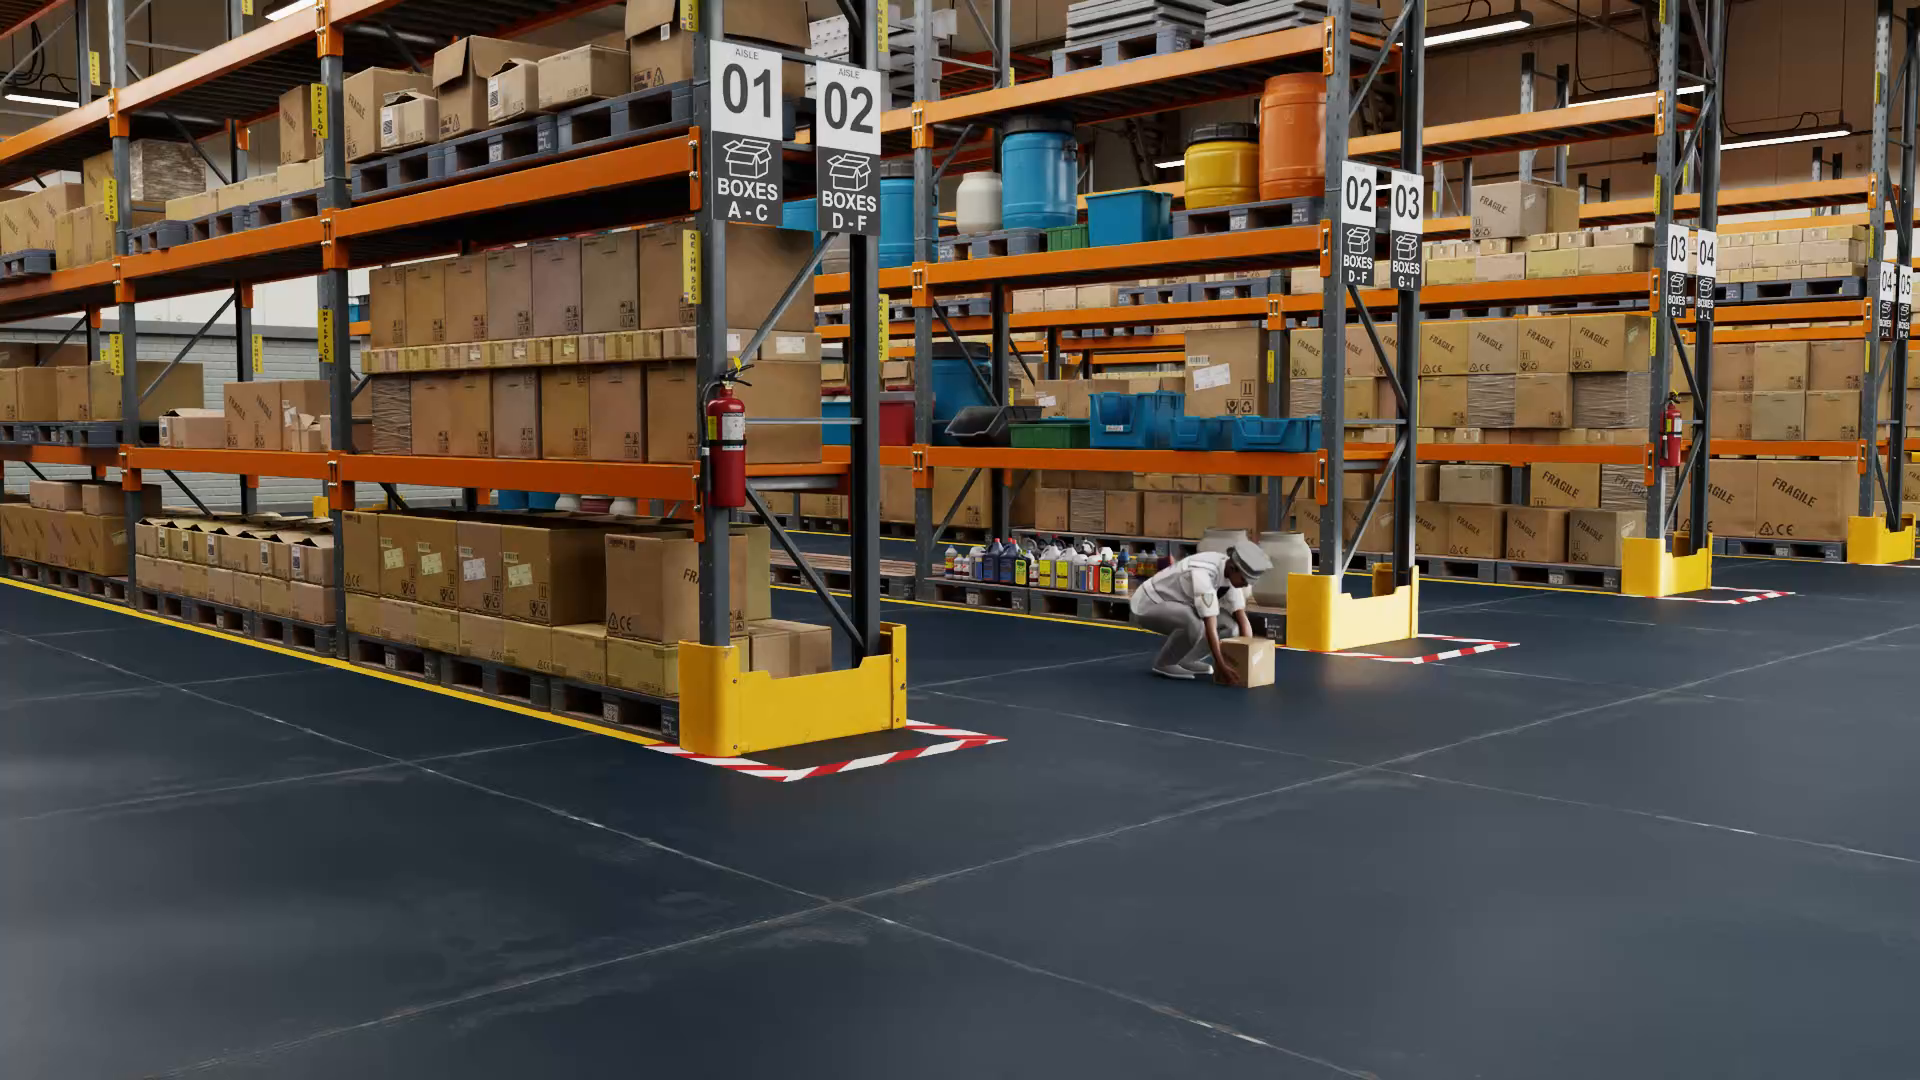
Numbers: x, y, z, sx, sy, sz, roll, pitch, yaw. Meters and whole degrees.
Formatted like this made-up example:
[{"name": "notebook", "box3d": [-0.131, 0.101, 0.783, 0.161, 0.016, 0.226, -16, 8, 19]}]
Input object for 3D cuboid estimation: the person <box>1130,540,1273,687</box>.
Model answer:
[{"name": "person", "box3d": [1.421, 0.416, 9.810, 0.470, 0.850, 0.871, -4, 6, -44]}]
